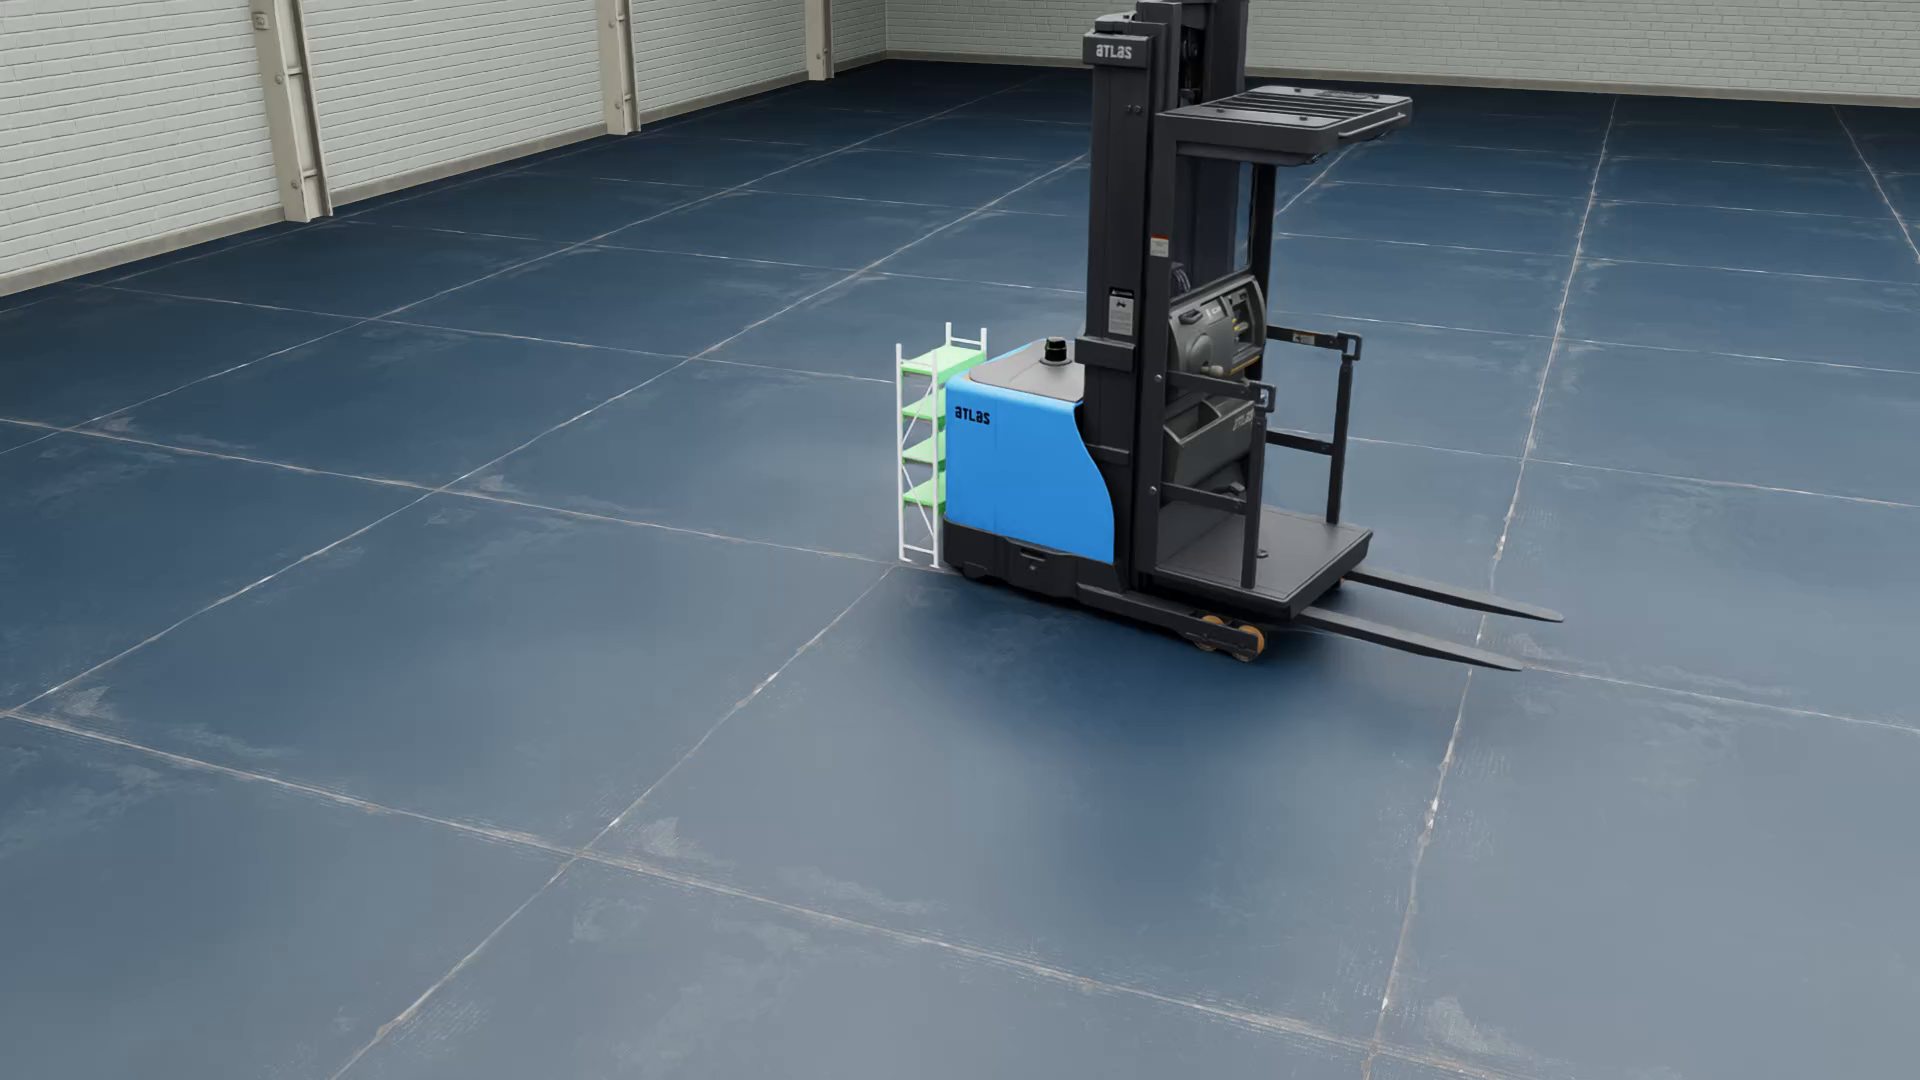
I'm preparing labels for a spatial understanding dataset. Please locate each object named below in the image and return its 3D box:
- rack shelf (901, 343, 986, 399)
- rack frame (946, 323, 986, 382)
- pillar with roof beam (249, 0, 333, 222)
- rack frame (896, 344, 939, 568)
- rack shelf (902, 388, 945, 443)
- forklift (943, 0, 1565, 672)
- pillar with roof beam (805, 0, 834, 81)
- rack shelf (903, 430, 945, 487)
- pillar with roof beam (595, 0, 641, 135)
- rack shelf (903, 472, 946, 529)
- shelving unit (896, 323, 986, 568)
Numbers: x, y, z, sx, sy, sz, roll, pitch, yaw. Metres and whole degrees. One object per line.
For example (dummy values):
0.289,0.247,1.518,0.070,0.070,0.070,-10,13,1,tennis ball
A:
-0.095,-0.893,8.749,0.258,0.148,0.480,13,26,29,rack shelf
0.032,-0.588,9.100,0.240,1.200,0.015,13,26,29,rack frame
-2.768,-6.884,14.056,9.100,9.000,0.400,9,24,20,pillar with roof beam
-0.221,-0.429,8.715,0.240,1.200,0.015,13,26,29,rack frame
-0.094,-0.671,8.840,0.258,0.148,0.480,13,26,29,rack shelf
1.410,-1.012,7.869,3.031,2.935,1.130,15,27,32,forklift
1.689,-11.179,24.337,9.100,9.000,0.400,9,24,20,pillar with roof beam
-0.094,-0.449,8.932,0.258,0.148,0.480,13,26,29,rack shelf
-0.539,-9.032,19.197,9.100,9.000,0.400,9,24,20,pillar with roof beam
-0.094,-0.227,9.023,0.258,0.148,0.480,13,26,29,rack shelf
-0.094,-0.508,8.907,0.258,1.200,0.503,13,26,29,shelving unit
